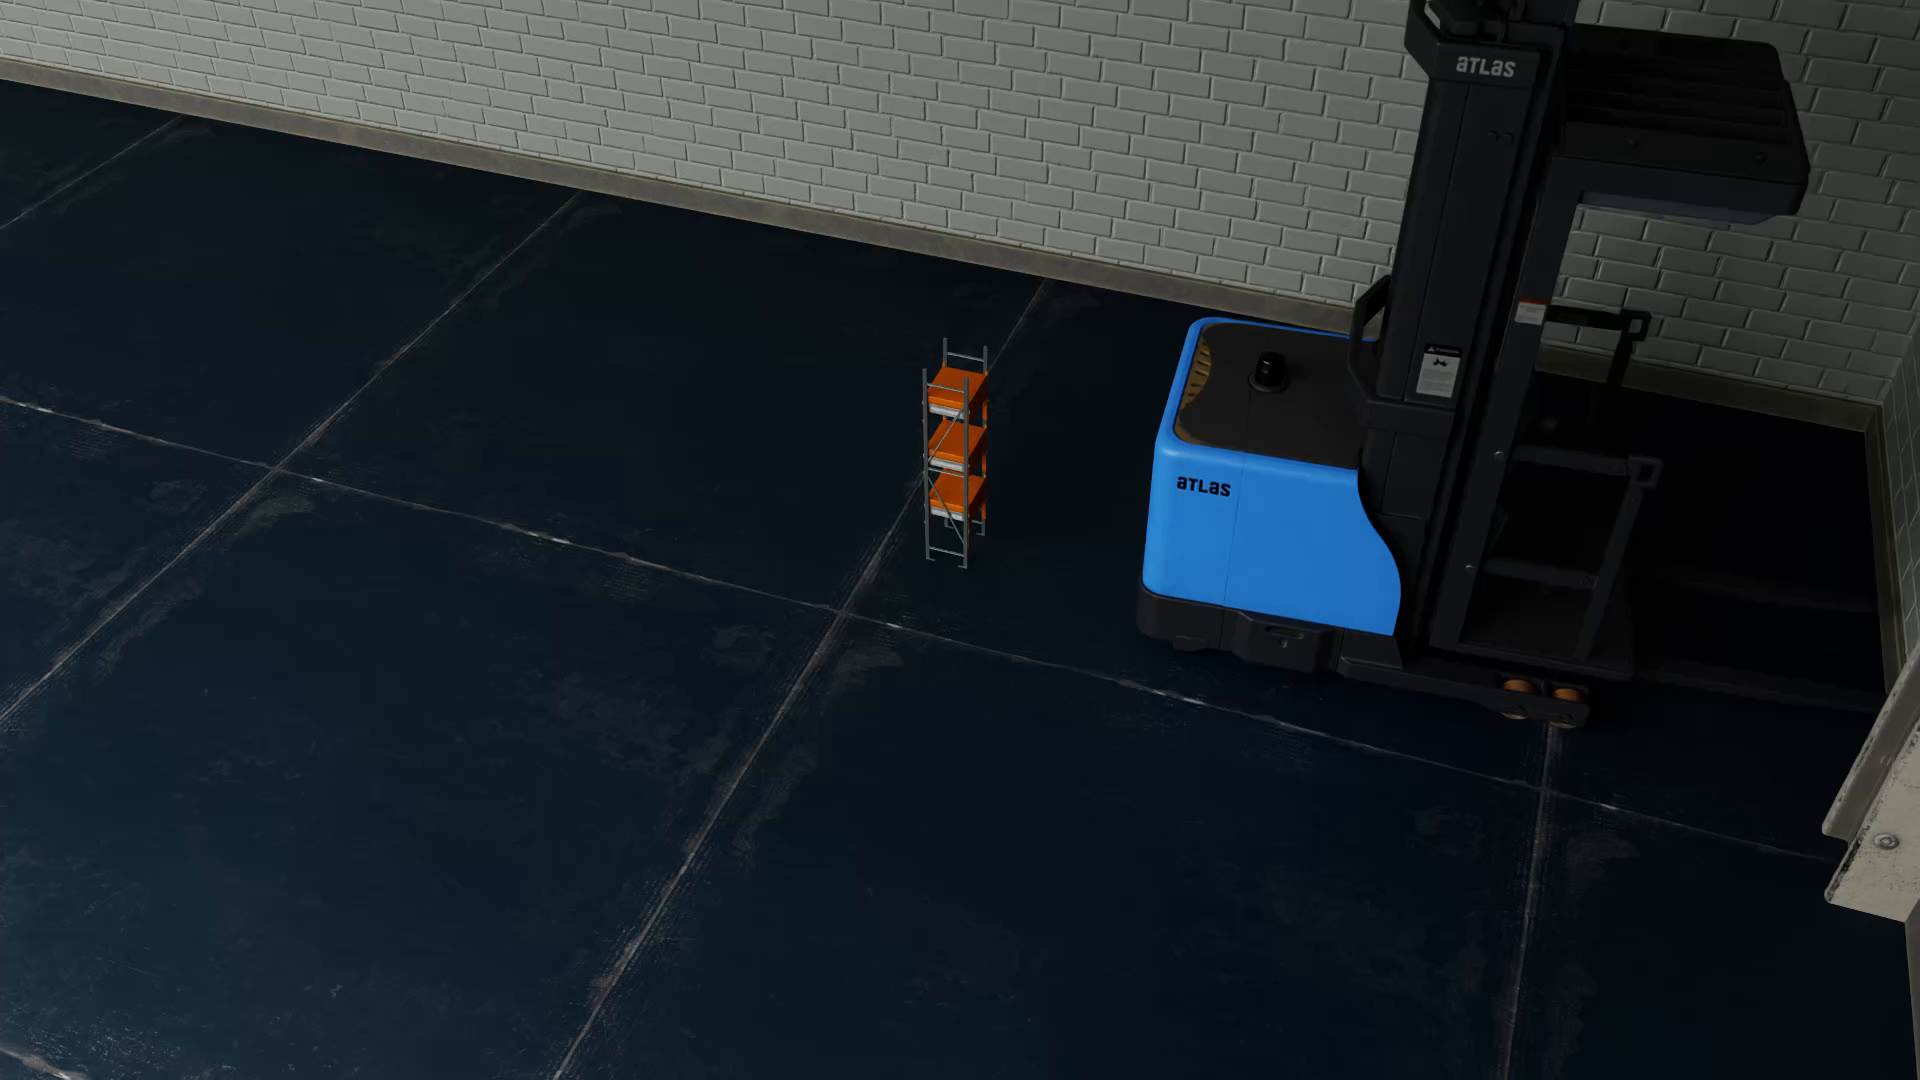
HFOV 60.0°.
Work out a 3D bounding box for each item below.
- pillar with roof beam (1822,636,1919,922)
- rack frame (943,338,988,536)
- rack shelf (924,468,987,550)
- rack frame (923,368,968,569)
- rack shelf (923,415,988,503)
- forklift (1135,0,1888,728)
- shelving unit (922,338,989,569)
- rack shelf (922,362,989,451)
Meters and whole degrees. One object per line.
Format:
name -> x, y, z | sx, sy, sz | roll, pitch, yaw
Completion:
pillar with roof beam -> -0.639, -3.131, 4.440 | 9.100, 9.000, 0.400 | 13, 42, 15
rack frame -> 0.023, -0.441, 7.412 | 0.200, 1.050, 0.008 | 13, 42, 15
rack shelf -> -0.018, -0.147, 7.512 | 0.215, 0.259, 0.240 | 13, 42, 15
rack frame -> -0.060, -0.292, 7.237 | 0.200, 1.050, 0.008 | 13, 42, 15
rack shelf -> -0.018, -0.359, 7.331 | 0.215, 0.259, 0.240 | 13, 42, 15
forklift -> 2.331, -0.730, 6.301 | 3.031, 2.935, 1.130 | 10, 41, 11
shelving unit -> -0.018, -0.367, 7.325 | 0.215, 1.050, 0.252 | 13, 42, 15
rack shelf -> -0.018, -0.575, 7.147 | 0.215, 0.259, 0.240 | 13, 42, 15
